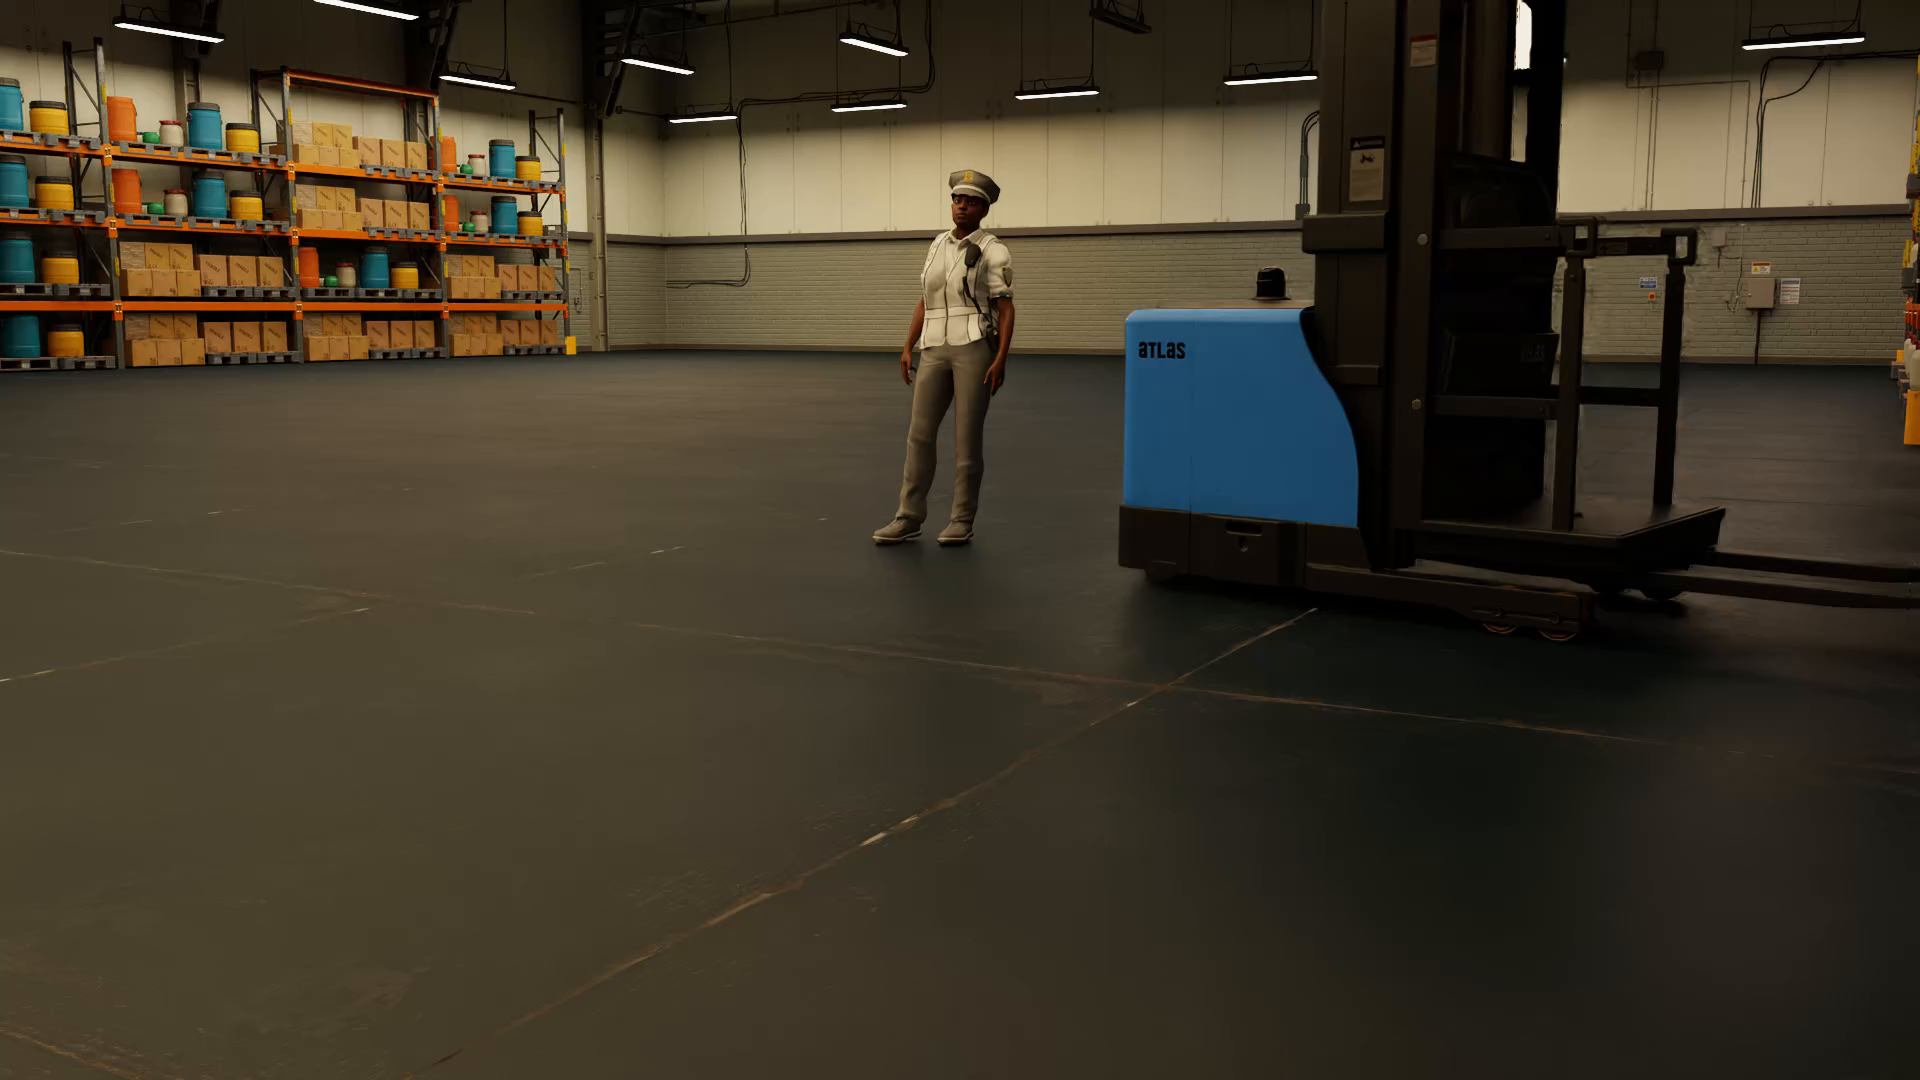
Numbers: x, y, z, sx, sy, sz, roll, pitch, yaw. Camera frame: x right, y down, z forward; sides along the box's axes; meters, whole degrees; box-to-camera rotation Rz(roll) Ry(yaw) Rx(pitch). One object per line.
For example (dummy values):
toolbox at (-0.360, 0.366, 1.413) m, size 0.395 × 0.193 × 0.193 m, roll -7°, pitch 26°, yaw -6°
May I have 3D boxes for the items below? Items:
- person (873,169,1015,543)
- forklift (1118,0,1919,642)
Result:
person at (-0.053, -0.839, 7.642) m, size 0.570 × 1.695 × 0.530 m, roll 4°, pitch 9°, yaw 29°
forklift at (2.076, -1.201, 5.798) m, size 3.031 × 2.935 × 1.130 m, roll 7°, pitch 10°, yaw 40°
